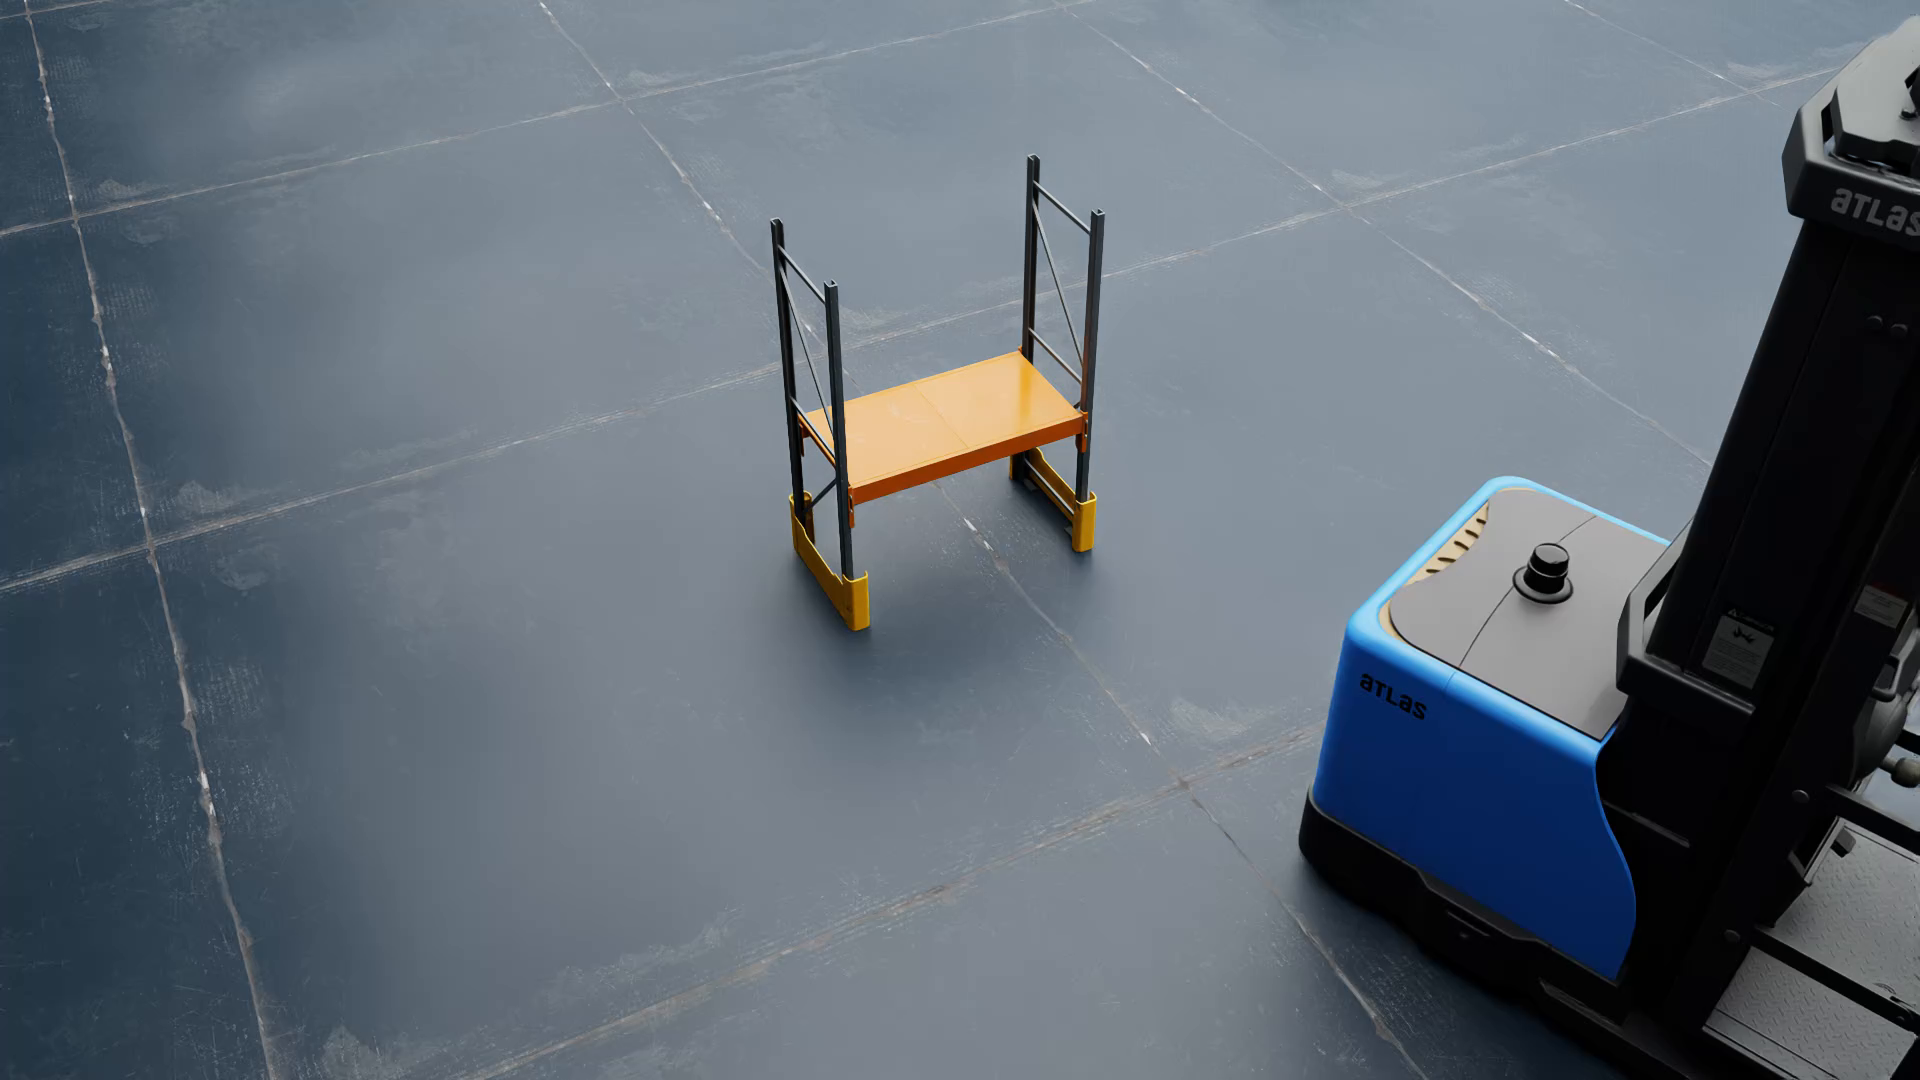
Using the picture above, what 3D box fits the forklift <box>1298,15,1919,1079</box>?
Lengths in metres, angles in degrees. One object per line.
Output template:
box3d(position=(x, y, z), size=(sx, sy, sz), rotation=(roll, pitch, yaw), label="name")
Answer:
box3d(position=(2.554, 0.328, 4.093), size=(3.031, 2.935, 1.130), rotation=(29, 48, 30), label="forklift")

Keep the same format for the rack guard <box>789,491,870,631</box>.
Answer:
box3d(position=(-0.509, 0.076, 6.467), size=(0.087, 0.250, 0.587), rotation=(-19, 44, -21), label="rack guard")

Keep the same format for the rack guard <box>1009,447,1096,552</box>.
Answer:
box3d(position=(0.374, -0.221, 6.818), size=(0.087, 0.250, 0.587), rotation=(-19, 44, -21), label="rack guard")

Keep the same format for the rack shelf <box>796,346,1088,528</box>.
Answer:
box3d(position=(-0.076, -0.410, 6.352), size=(1.000, 0.185, 0.538), rotation=(-19, 44, -21), label="rack shelf")

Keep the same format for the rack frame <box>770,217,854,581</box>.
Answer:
box3d(position=(-0.527, -0.395, 6.056), size=(0.032, 1.500, 0.500), rotation=(-19, 44, -21), label="rack frame")

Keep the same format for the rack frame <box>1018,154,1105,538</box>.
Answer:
box3d(position=(0.375, -0.699, 6.415), size=(0.032, 1.500, 0.500), rotation=(-19, 44, -21), label="rack frame")

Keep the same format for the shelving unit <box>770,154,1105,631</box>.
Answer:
box3d(position=(-0.068, -0.550, 6.239), size=(1.083, 1.500, 0.587), rotation=(-19, 44, -21), label="shelving unit")
